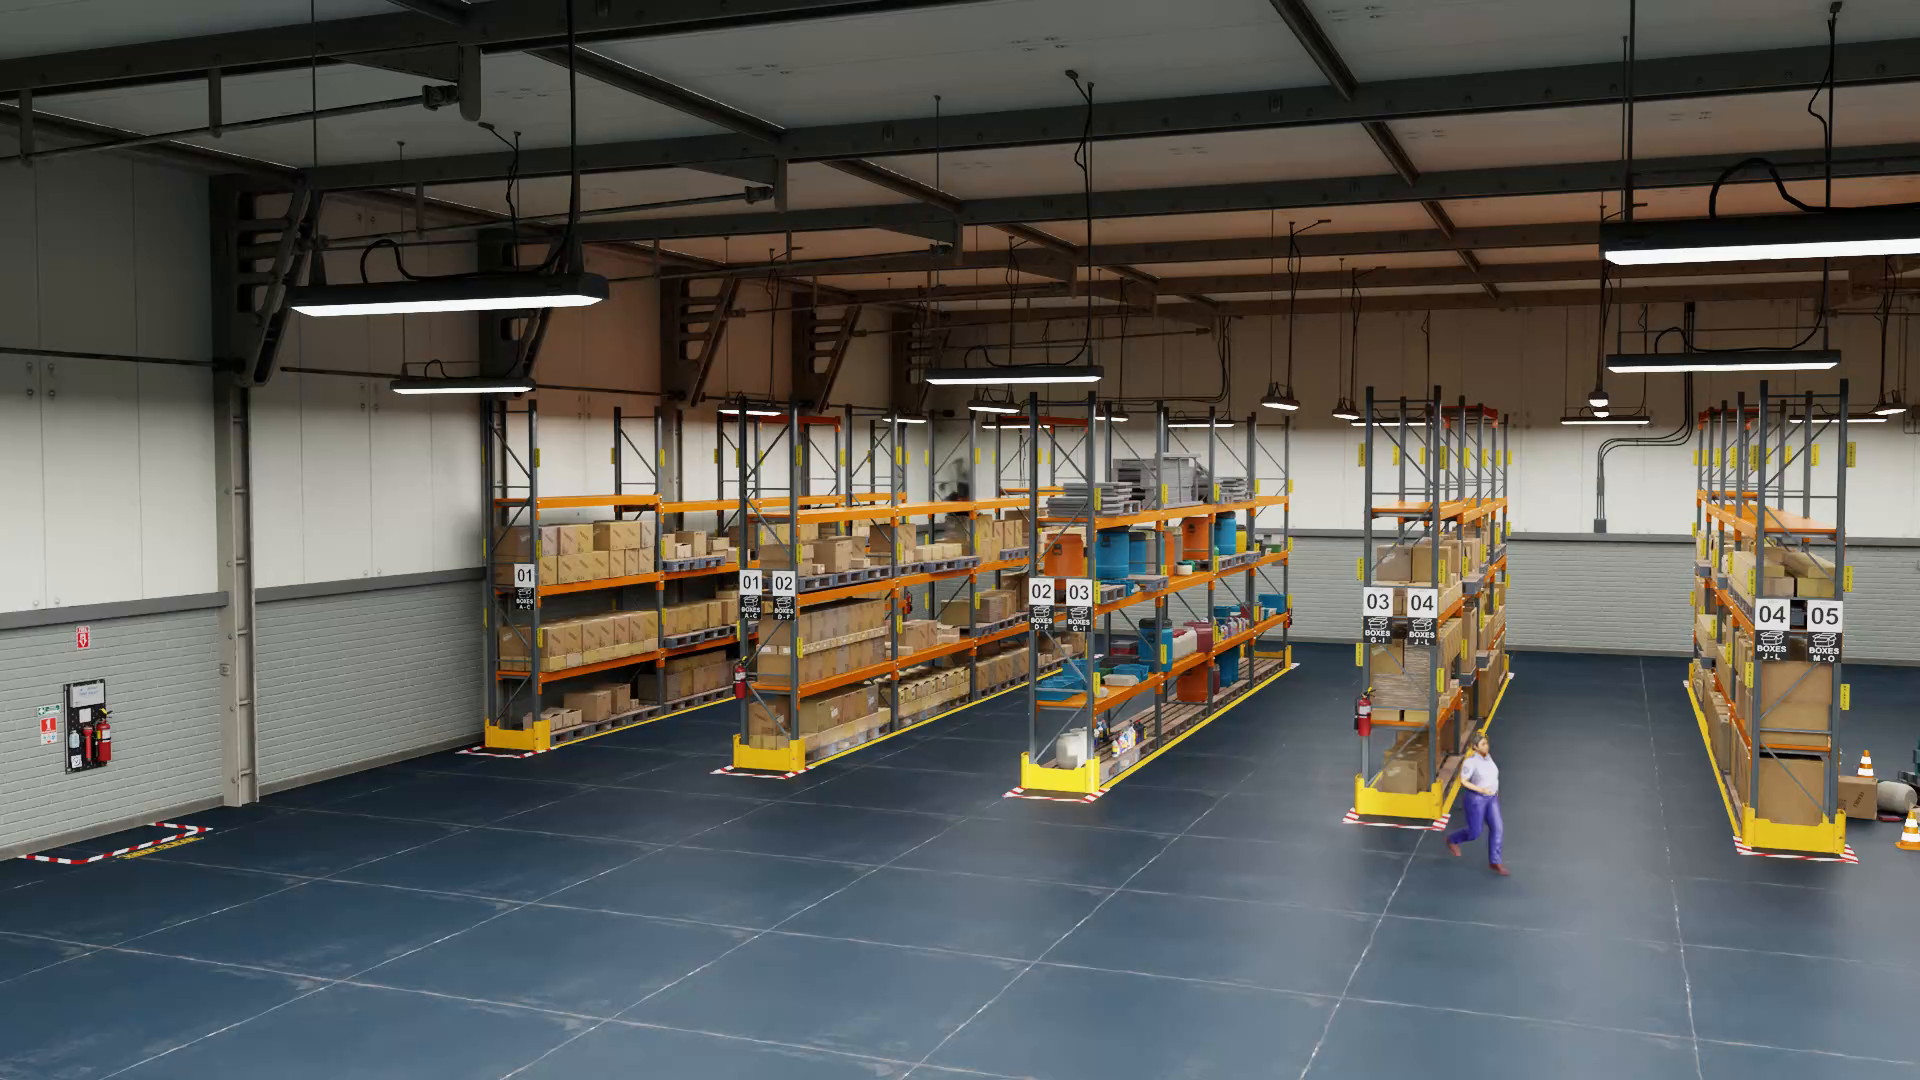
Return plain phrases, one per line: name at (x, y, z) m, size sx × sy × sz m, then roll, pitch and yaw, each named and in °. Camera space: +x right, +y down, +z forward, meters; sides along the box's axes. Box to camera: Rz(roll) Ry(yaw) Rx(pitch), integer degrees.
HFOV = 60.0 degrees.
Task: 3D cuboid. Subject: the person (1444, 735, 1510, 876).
person at (6.327, 3.197, 20.256) m, size 0.619 × 1.652 × 0.899 m, roll -2°, pitch 3°, yaw -31°
